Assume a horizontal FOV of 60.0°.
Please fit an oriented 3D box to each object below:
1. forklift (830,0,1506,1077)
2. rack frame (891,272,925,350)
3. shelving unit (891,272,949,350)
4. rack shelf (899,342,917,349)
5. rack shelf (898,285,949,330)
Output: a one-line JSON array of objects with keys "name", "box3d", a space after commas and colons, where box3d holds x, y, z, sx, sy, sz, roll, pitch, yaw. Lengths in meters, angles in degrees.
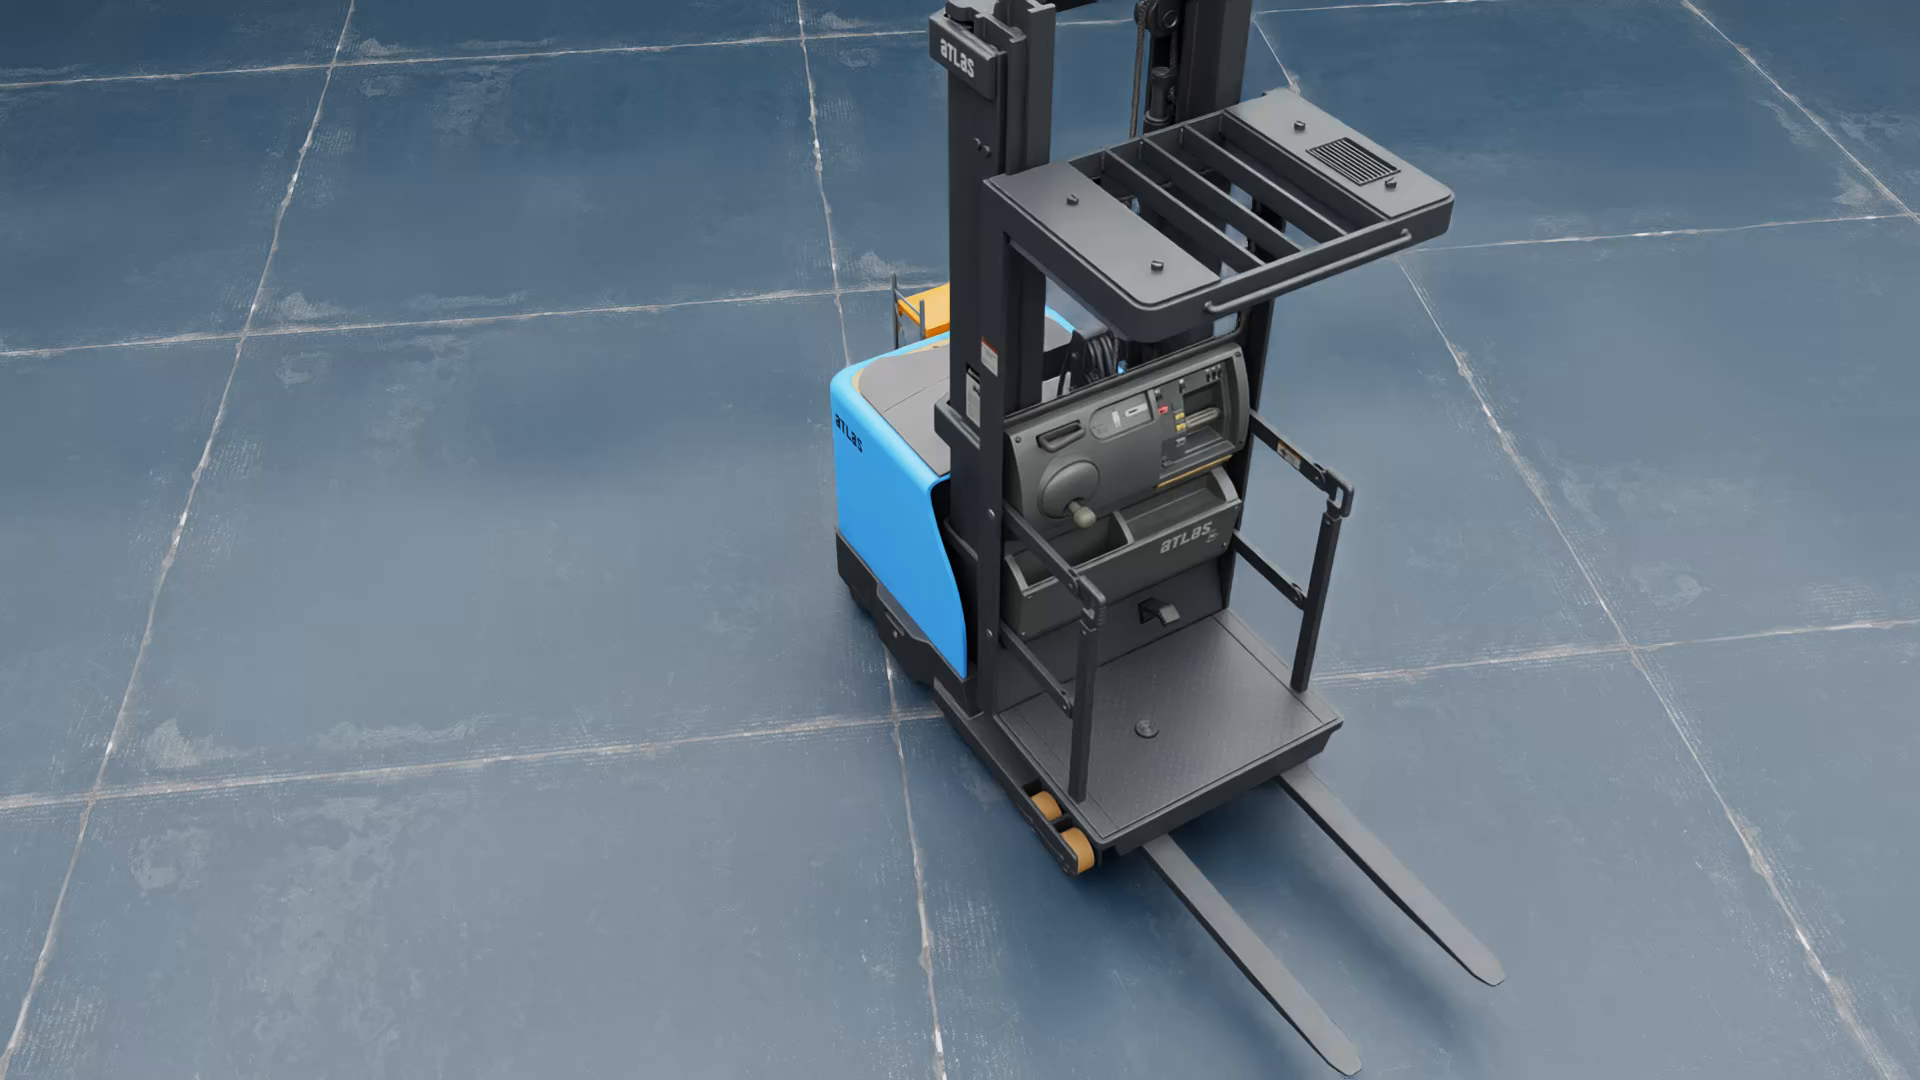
[{"name": "forklift", "box3d": [0.684, -0.259, 5.349, 1.130, 2.935, 3.031, -22, 47, -23]}, {"name": "rack frame", "box3d": [-0.206, -0.557, 6.972, 0.015, 1.200, 0.240, -22, 47, -23]}, {"name": "shelving unit", "box3d": [0.002, -0.643, 7.067, 0.503, 1.200, 0.258, -22, 47, -23]}, {"name": "rack shelf", "box3d": [0.002, -0.759, 6.962, 0.480, 0.148, 0.258, -22, 47, -23]}, {"name": "rack shelf", "box3d": [0.002, -0.964, 6.777, 0.457, 0.050, 0.221, -22, 47, -23]}]
